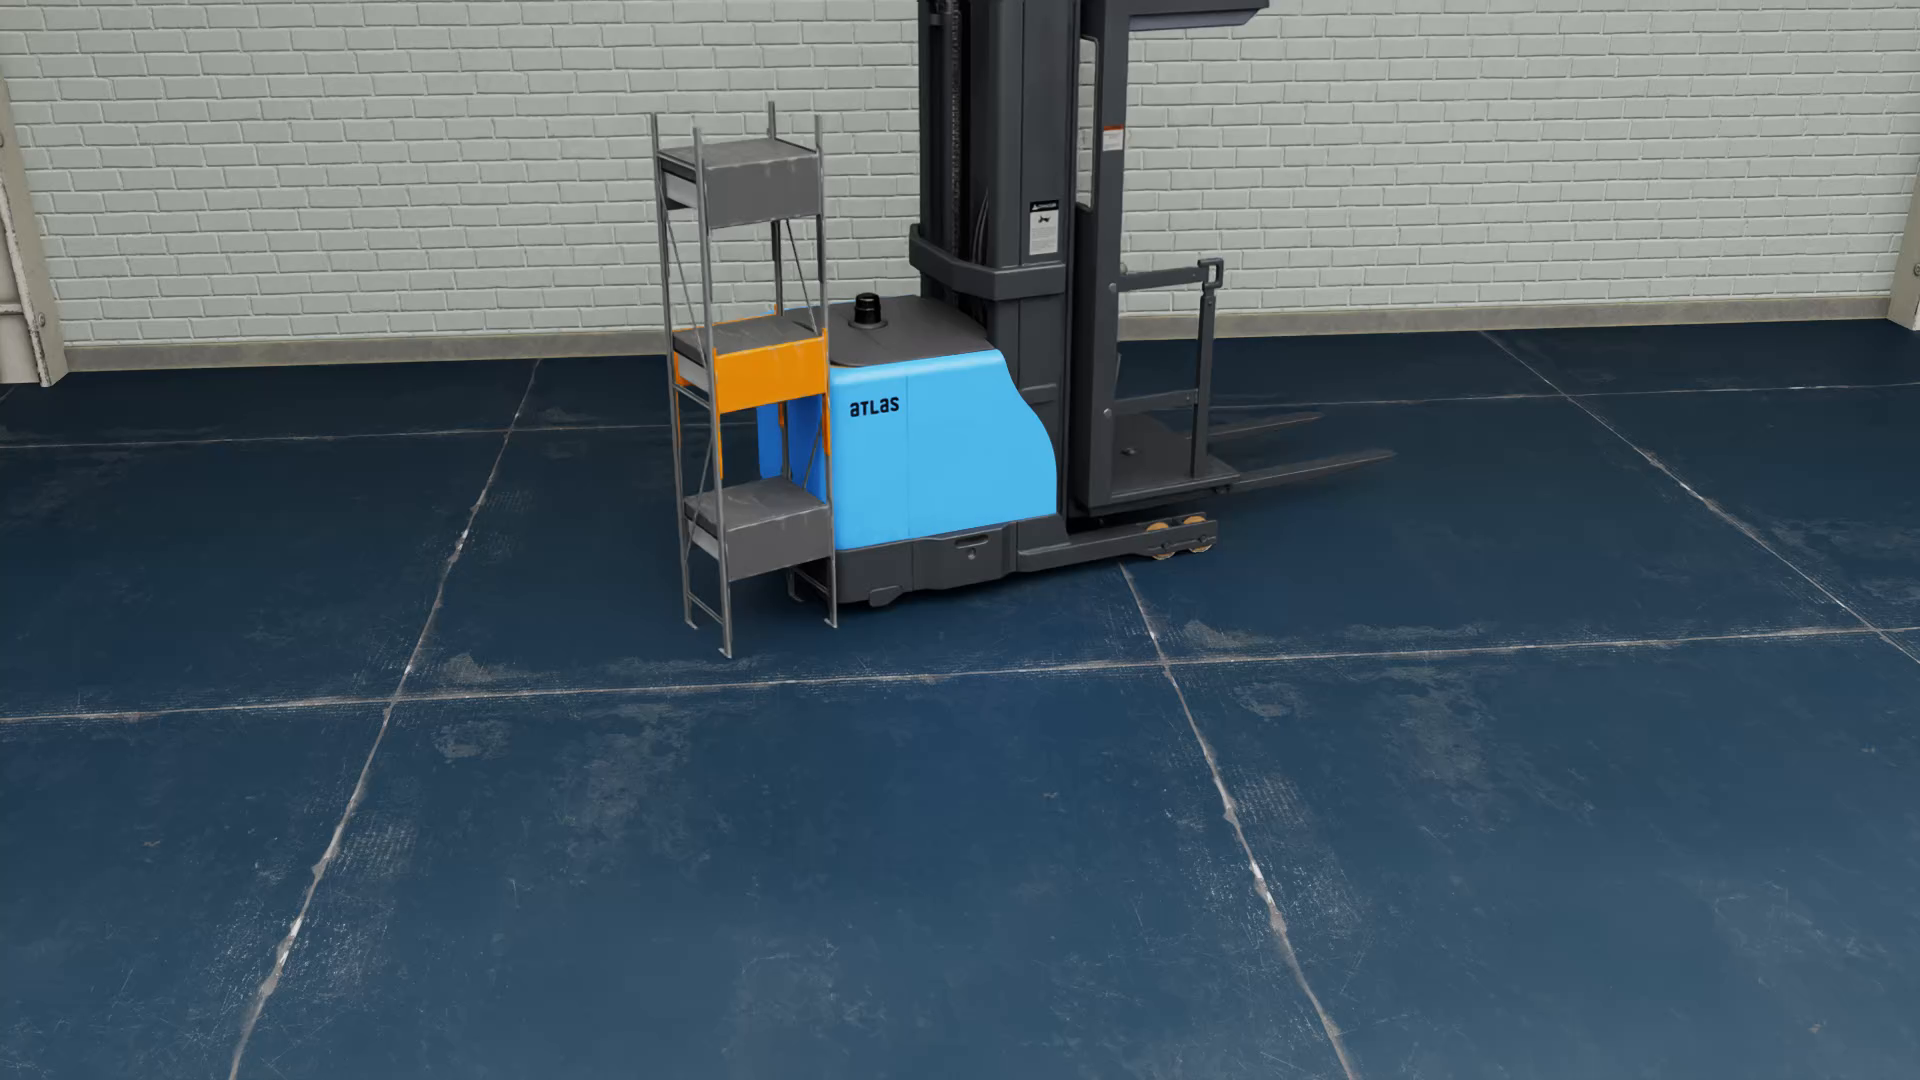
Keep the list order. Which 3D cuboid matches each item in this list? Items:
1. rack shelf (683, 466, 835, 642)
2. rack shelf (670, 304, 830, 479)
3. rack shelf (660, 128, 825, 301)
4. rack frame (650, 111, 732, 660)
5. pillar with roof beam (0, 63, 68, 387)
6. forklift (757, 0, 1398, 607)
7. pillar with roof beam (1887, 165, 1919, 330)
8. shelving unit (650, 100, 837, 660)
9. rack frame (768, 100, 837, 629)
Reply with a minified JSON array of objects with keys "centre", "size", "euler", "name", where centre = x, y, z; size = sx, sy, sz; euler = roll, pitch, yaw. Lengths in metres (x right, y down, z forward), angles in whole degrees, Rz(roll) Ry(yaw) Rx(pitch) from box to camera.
[{"centre":[-0.830,0.049,6.807],"size":[0.480,0.518,0.431],"euler":[-15,28,-31],"name":"rack shelf"},{"centre":[-0.827,-0.591,6.525],"size":[0.480,0.518,0.431],"euler":[-15,28,-31],"name":"rack shelf"},{"centre":[-0.824,-1.231,6.242],"size":[0.480,0.518,0.431],"euler":[-15,28,-31],"name":"rack shelf"},{"centre":[-1.029,-0.549,6.395],"size":[0.015,2.100,0.400],"euler":[-15,28,-31],"name":"rack frame"},{"centre":[-5.140,-3.329,4.161],"size":[0.400,9.000,9.100],"euler":[-2,24,-5],"name":"pillar with roof beam"},{"centre":[0.630,-1.435,7.369],"size":[3.031,2.935,1.130],"euler":[-10,26,-21],"name":"forklift"},{"centre":[6.802,-3.808,5.239],"size":[0.400,9.000,9.100],"euler":[-2,24,-5],"name":"pillar with roof beam"},{"centre":[-0.827,-0.604,6.519],"size":[0.503,2.100,0.431],"euler":[-15,28,-31],"name":"shelving unit"},{"centre":[-0.624,-0.658,6.644],"size":[0.015,2.100,0.400],"euler":[-15,28,-31],"name":"rack frame"}]
